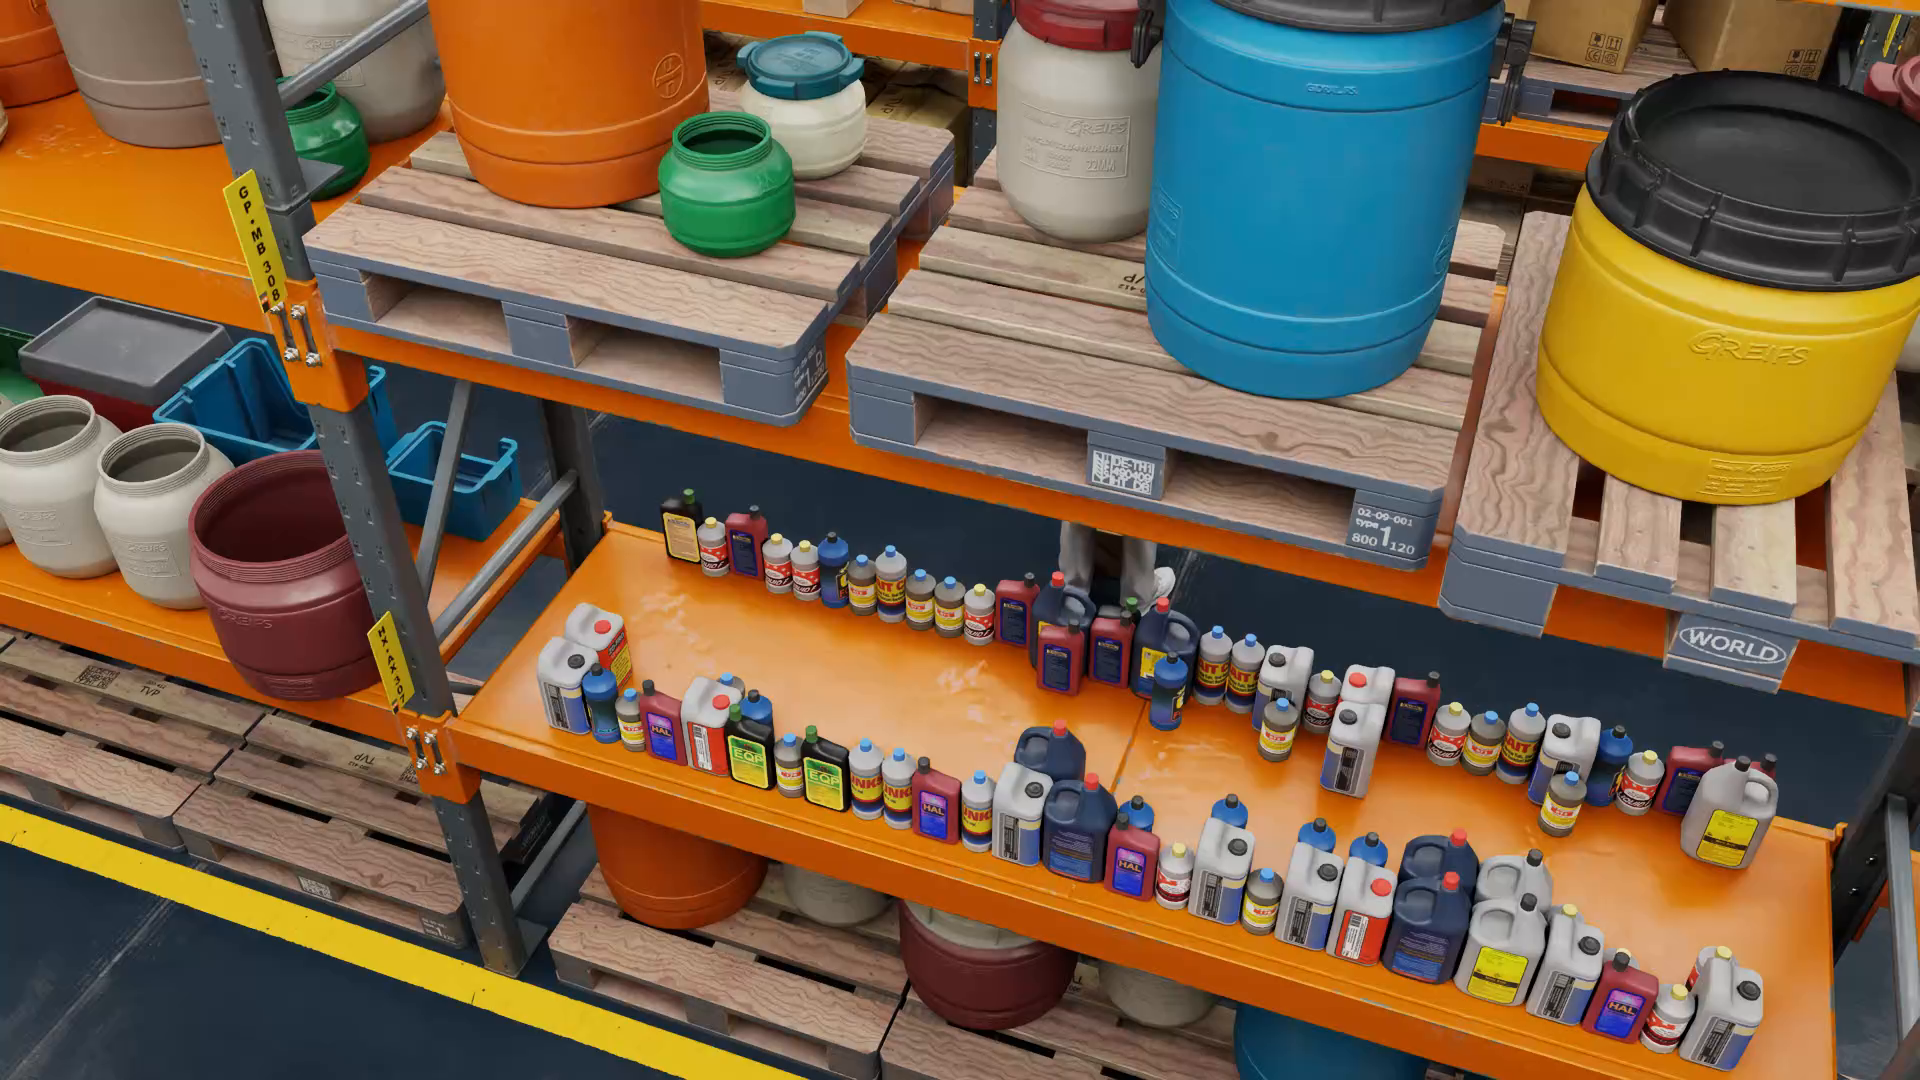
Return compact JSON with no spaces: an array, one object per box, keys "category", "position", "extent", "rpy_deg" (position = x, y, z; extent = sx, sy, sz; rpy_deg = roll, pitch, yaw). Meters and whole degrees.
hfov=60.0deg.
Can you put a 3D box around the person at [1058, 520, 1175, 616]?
[{"category":"person","position":[0.603,-0.437,6.674],"extent":[0.653,1.774,0.424],"rpy_deg":[11,42,13]}]
